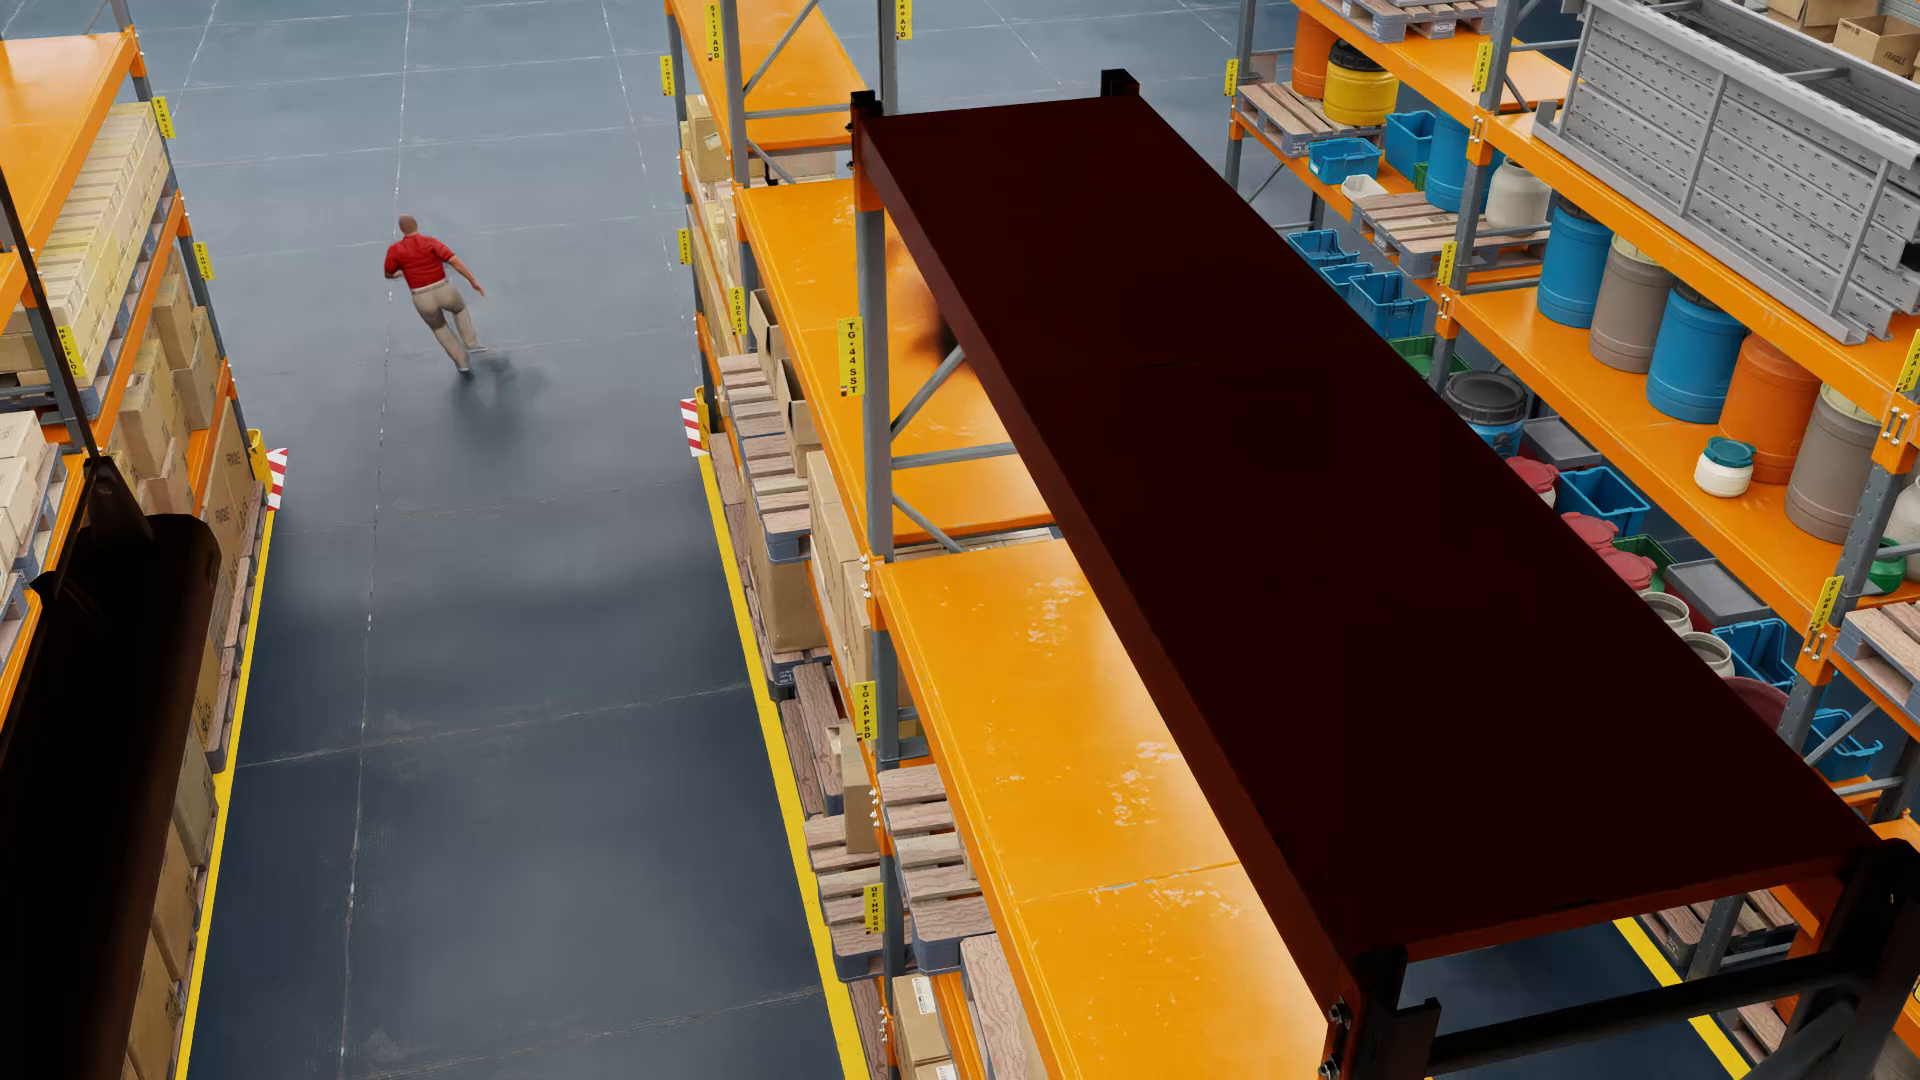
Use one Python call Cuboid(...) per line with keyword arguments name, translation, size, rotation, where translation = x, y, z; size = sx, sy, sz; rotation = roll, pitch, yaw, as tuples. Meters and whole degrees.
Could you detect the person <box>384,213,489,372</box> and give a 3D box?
Cuboid(name="person", translation=(-5.138, -2.430, 16.247), size=(0.844, 1.657, 0.688), rotation=(-16, 37, -21))
